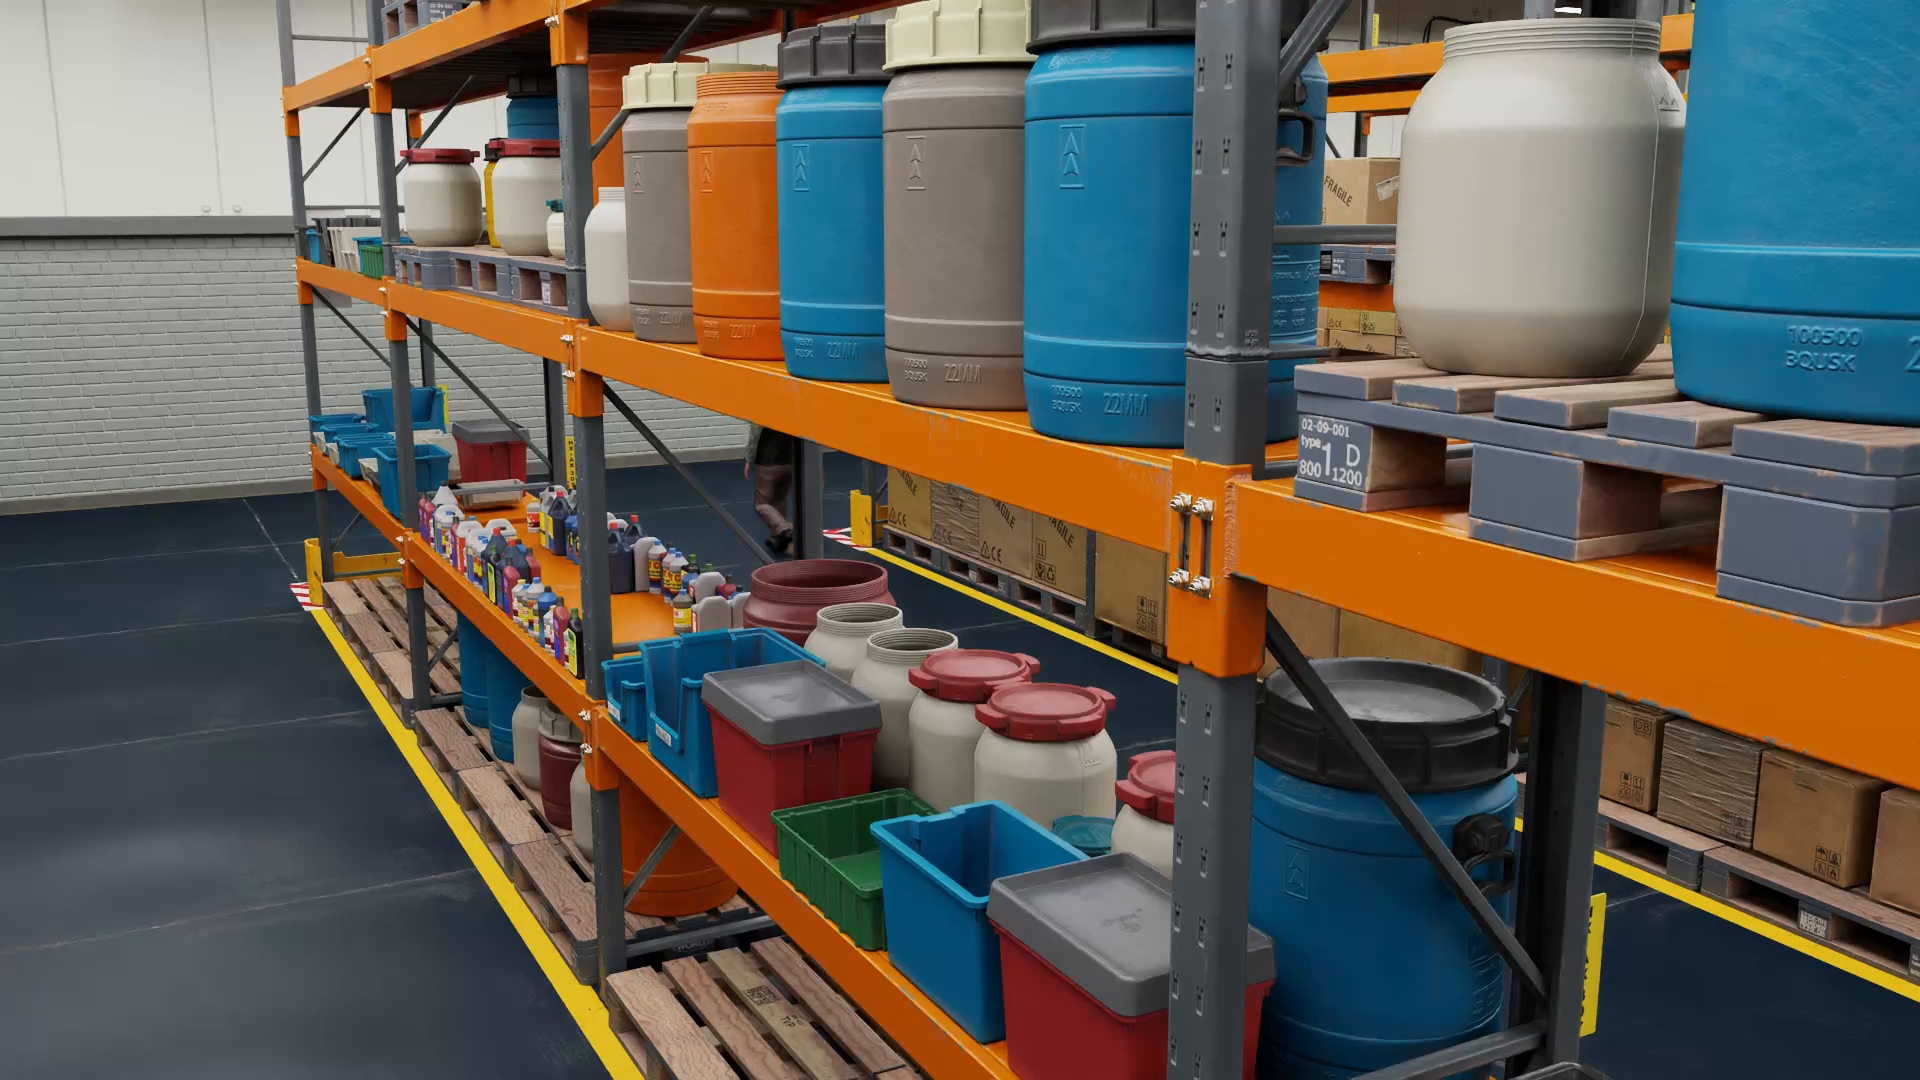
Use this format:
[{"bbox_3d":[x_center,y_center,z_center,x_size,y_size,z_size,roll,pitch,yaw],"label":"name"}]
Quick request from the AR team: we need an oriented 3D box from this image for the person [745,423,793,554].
[{"bbox_3d":[-1.692,-0.689,15.353,0.541,1.686,0.831,-8,14,-36],"label":"person"}]
